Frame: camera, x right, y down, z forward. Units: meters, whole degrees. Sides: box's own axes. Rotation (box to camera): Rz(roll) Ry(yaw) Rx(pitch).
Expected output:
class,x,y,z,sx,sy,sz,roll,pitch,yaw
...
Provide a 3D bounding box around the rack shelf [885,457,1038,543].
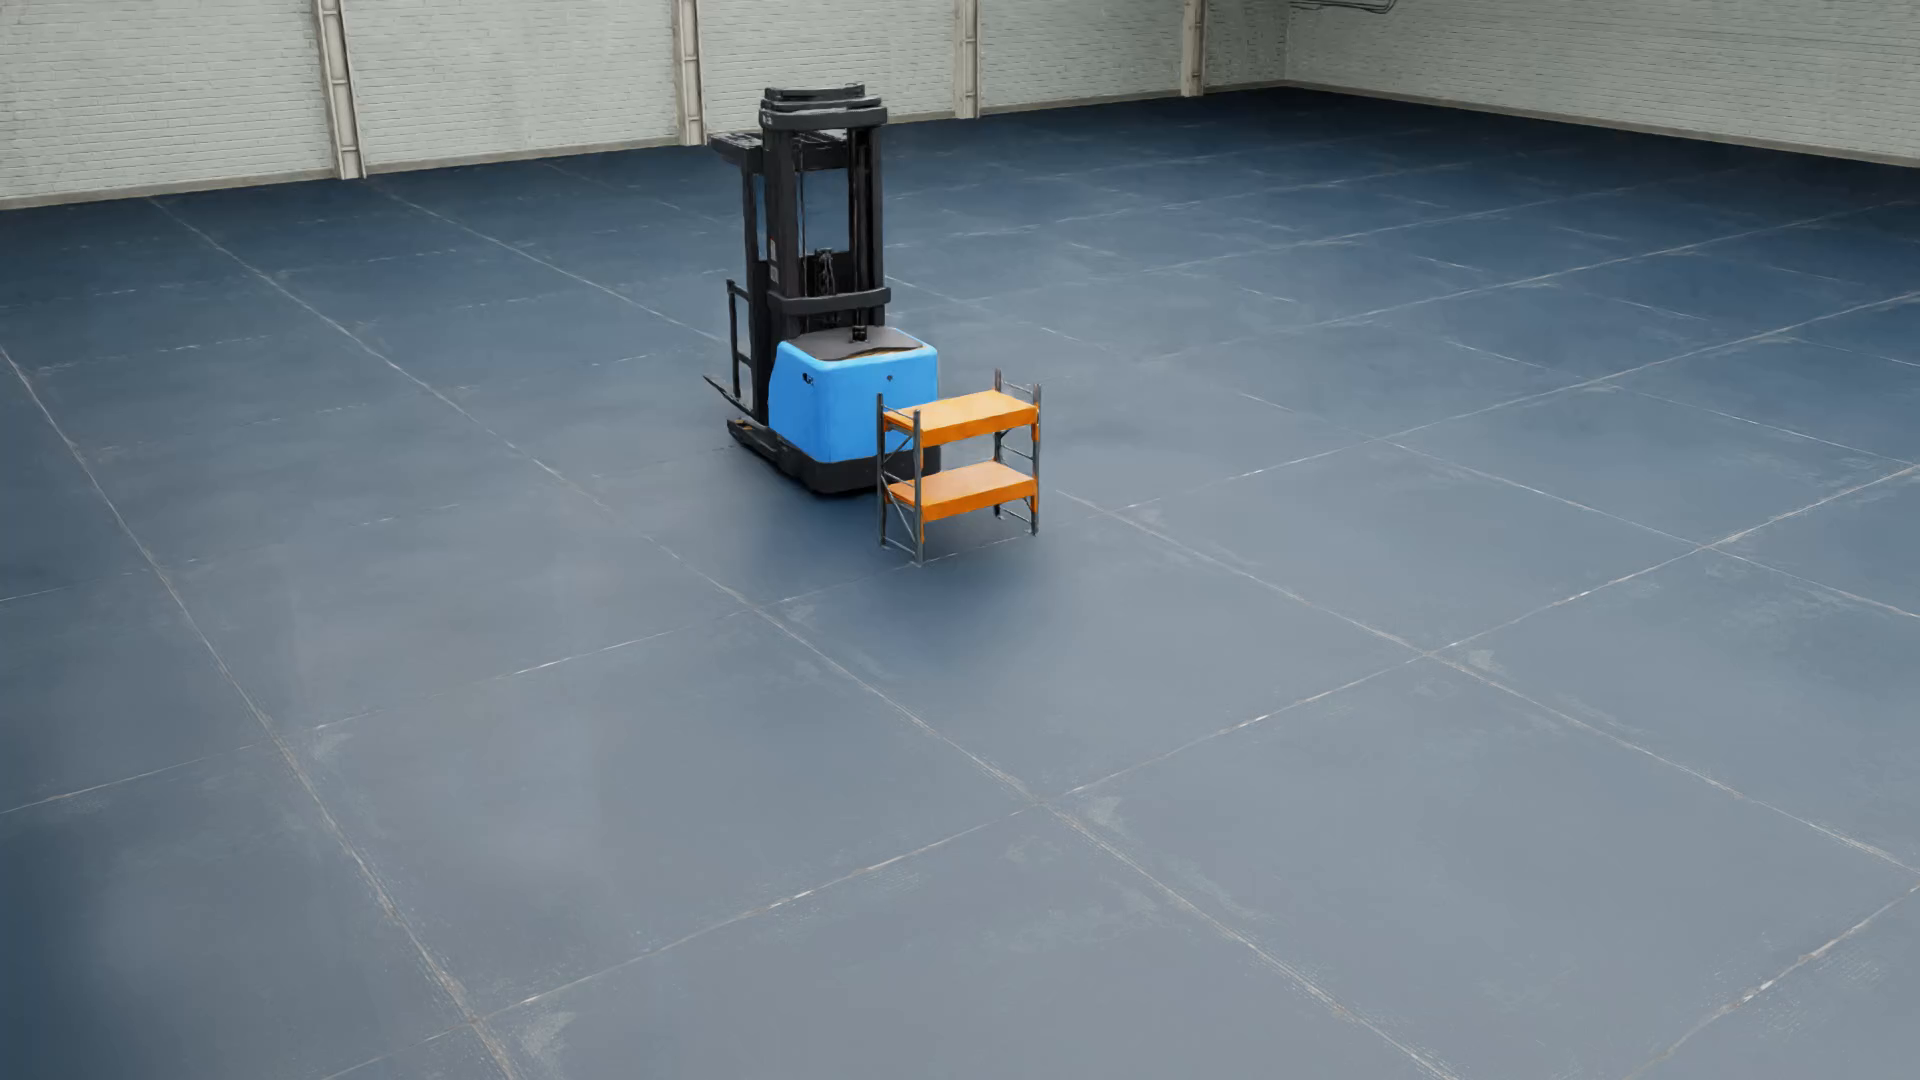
class,x,y,z,sx,sy,sz,roll,pitch,yaw
rack shelf,-0.005,-0.294,11.775,1.000,0.278,0.538,-15,26,-33

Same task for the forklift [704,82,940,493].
class,x,y,z,sx,sy,sz,roll,pitch,yaw
forklift,-1.302,-2.219,13.503,1.130,2.935,3.031,-11,24,-26

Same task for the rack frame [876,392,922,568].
class,x,y,z,sx,sy,sz,roll,pitch,yaw
rack frame,-0.418,-0.411,11.408,0.032,1.125,0.500,-15,26,-33

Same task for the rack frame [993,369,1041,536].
class,x,y,z,sx,sy,sz,roll,pitch,yaw
rack frame,0.407,-0.631,11.960,0.032,1.125,0.500,-15,26,-33

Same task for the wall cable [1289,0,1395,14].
class,x,y,z,sx,sy,sz,roll,pitch,yaw
wall cable,8.174,-12.587,35.488,0.112,2.526,3.097,-15,26,-33

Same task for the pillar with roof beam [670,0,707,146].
class,x,y,z,sx,sy,sz,roll,pitch,yaw
pillar with roof beam,-2.216,-9.897,24.557,0.400,9.000,9.100,-15,26,-33

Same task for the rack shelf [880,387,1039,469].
class,x,y,z,sx,sy,sz,roll,pitch,yaw
rack shelf,-0.005,-0.793,11.576,1.000,0.278,0.538,-15,26,-33

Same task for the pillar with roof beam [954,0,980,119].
class,x,y,z,sx,sy,sz,roll,pitch,yaw
pillar with roof beam,2.654,-11.196,27.811,0.400,9.000,9.100,-15,26,-33

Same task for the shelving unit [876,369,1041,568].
class,x,y,z,sx,sy,sz,roll,pitch,yaw
shelving unit,-0.005,-0.521,11.684,1.048,1.125,0.538,-15,26,-33

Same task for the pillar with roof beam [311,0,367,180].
class,x,y,z,sx,sy,sz,roll,pitch,yaw
pillar with roof beam,-7.087,-8.598,21.302,0.400,9.000,9.100,-15,26,-33

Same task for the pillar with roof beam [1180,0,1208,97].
class,x,y,z,sx,sy,sz,roll,pitch,yaw
pillar with roof beam,7.525,-12.494,31.066,0.400,9.000,9.100,-15,26,-33
